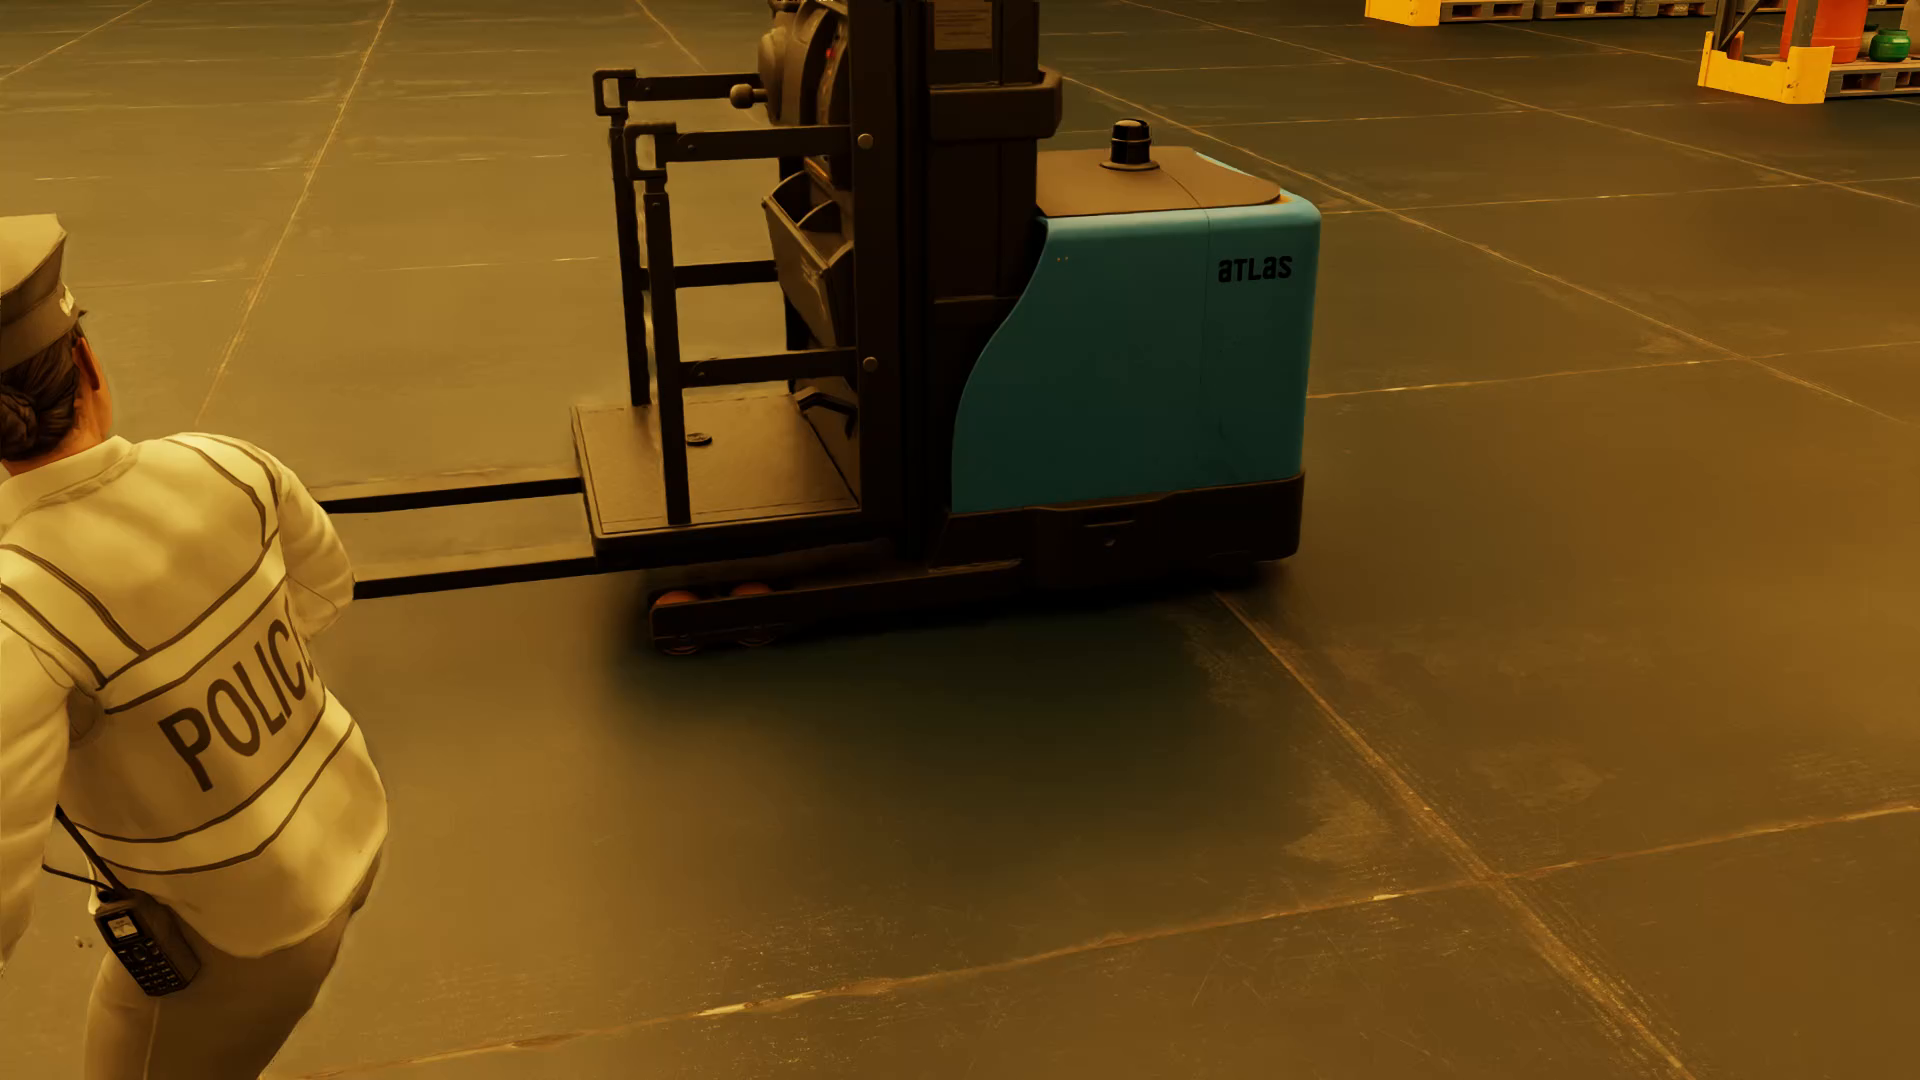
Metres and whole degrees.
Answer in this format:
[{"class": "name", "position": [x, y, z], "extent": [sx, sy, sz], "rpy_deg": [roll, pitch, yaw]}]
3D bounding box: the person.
[{"class": "person", "position": [-0.946, 0.446, 1.957], "extent": [0.481, 1.632, 0.712], "rpy_deg": [1, 23, 3]}]

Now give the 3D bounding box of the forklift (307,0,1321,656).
[{"class": "forklift", "position": [-0.594, -1.277, 4.310], "extent": [3.031, 2.935, 1.130], "rpy_deg": [-6, 24, -14]}]
